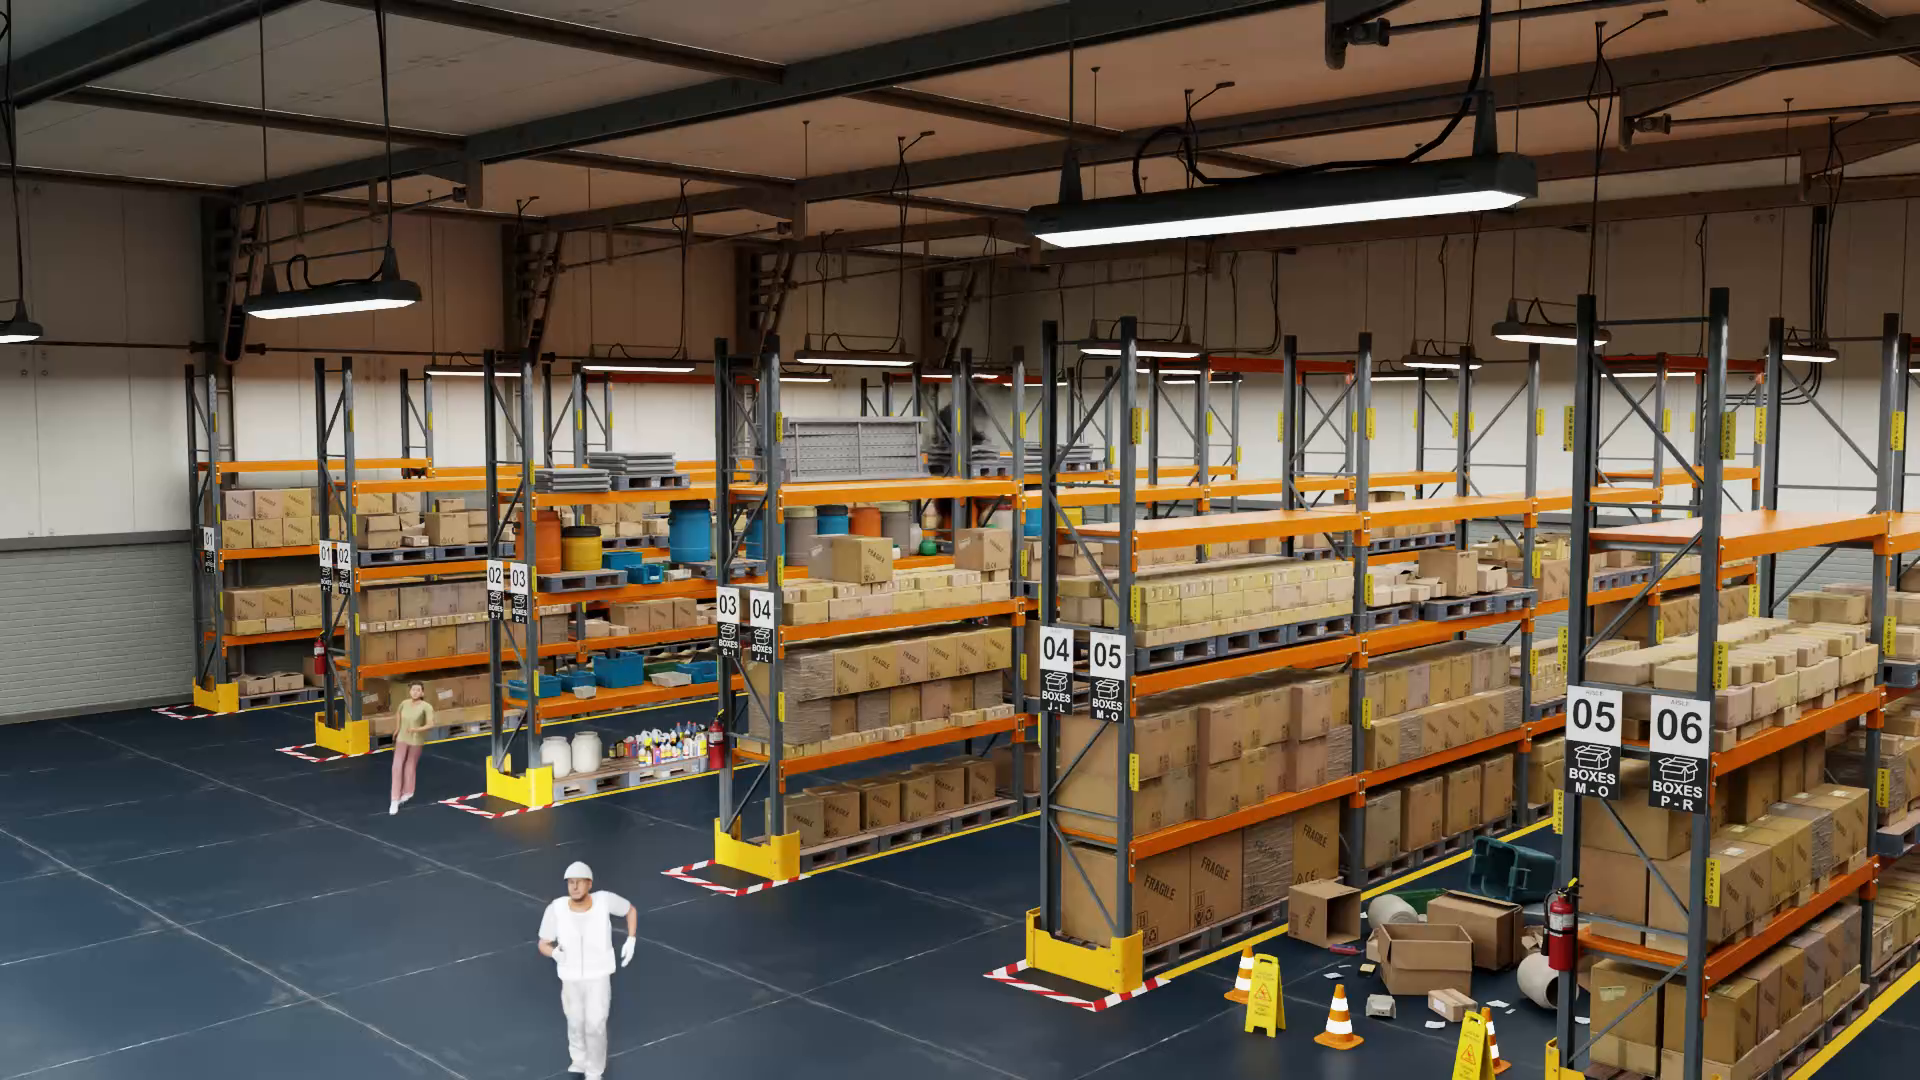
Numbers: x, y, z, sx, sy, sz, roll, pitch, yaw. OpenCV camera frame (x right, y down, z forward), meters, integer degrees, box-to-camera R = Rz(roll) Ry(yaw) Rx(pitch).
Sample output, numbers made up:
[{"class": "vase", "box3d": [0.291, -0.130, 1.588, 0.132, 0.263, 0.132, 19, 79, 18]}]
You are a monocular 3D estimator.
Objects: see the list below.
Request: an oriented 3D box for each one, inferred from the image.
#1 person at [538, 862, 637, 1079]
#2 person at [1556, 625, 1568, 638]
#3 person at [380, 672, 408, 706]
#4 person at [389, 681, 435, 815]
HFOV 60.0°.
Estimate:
[{"class": "person", "box3d": [-2.821, 3.309, 12.593, 0.692, 1.797, 0.893, 0, 4, -2]}, {"class": "person", "box3d": [9.887, 2.204, 27.012, 1.023, 1.781, 0.738, -3, 6, -37]}, {"class": "person", "box3d": [-9.434, 2.182, 27.808, 0.652, 1.718, 0.653, 3, 5, 32]}, {"class": "person", "box3d": [-7.134, 2.668, 21.675, 0.576, 1.662, 0.803, 0, 4, -4]}]
